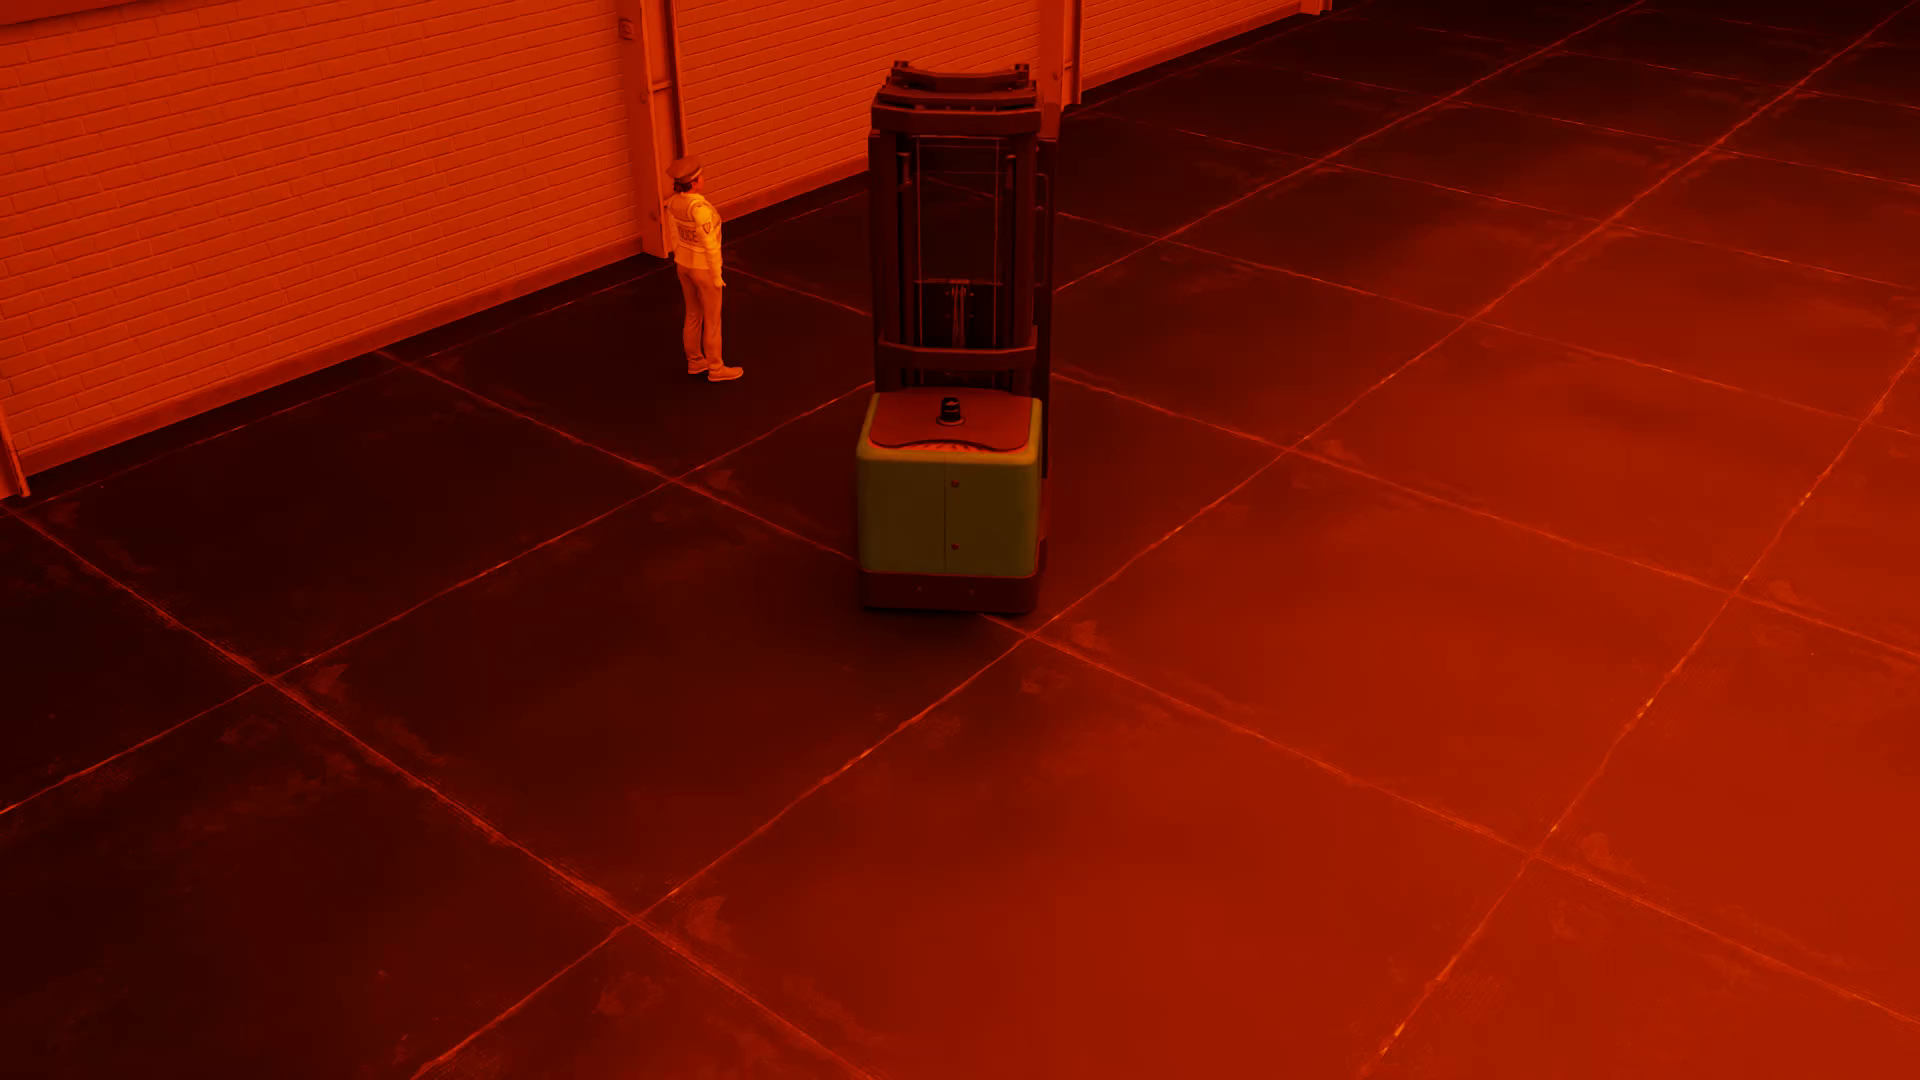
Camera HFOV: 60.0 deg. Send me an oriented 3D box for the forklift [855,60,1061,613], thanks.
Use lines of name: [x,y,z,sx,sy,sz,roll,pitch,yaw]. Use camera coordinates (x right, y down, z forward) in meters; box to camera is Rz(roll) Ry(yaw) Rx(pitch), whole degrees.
forklift: [0.036,-1.557,10.259,1.130,2.935,3.031,2,30,4]

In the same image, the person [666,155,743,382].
person: [-1.912,-1.996,12.244,0.460,1.694,0.359,25,39,36]
